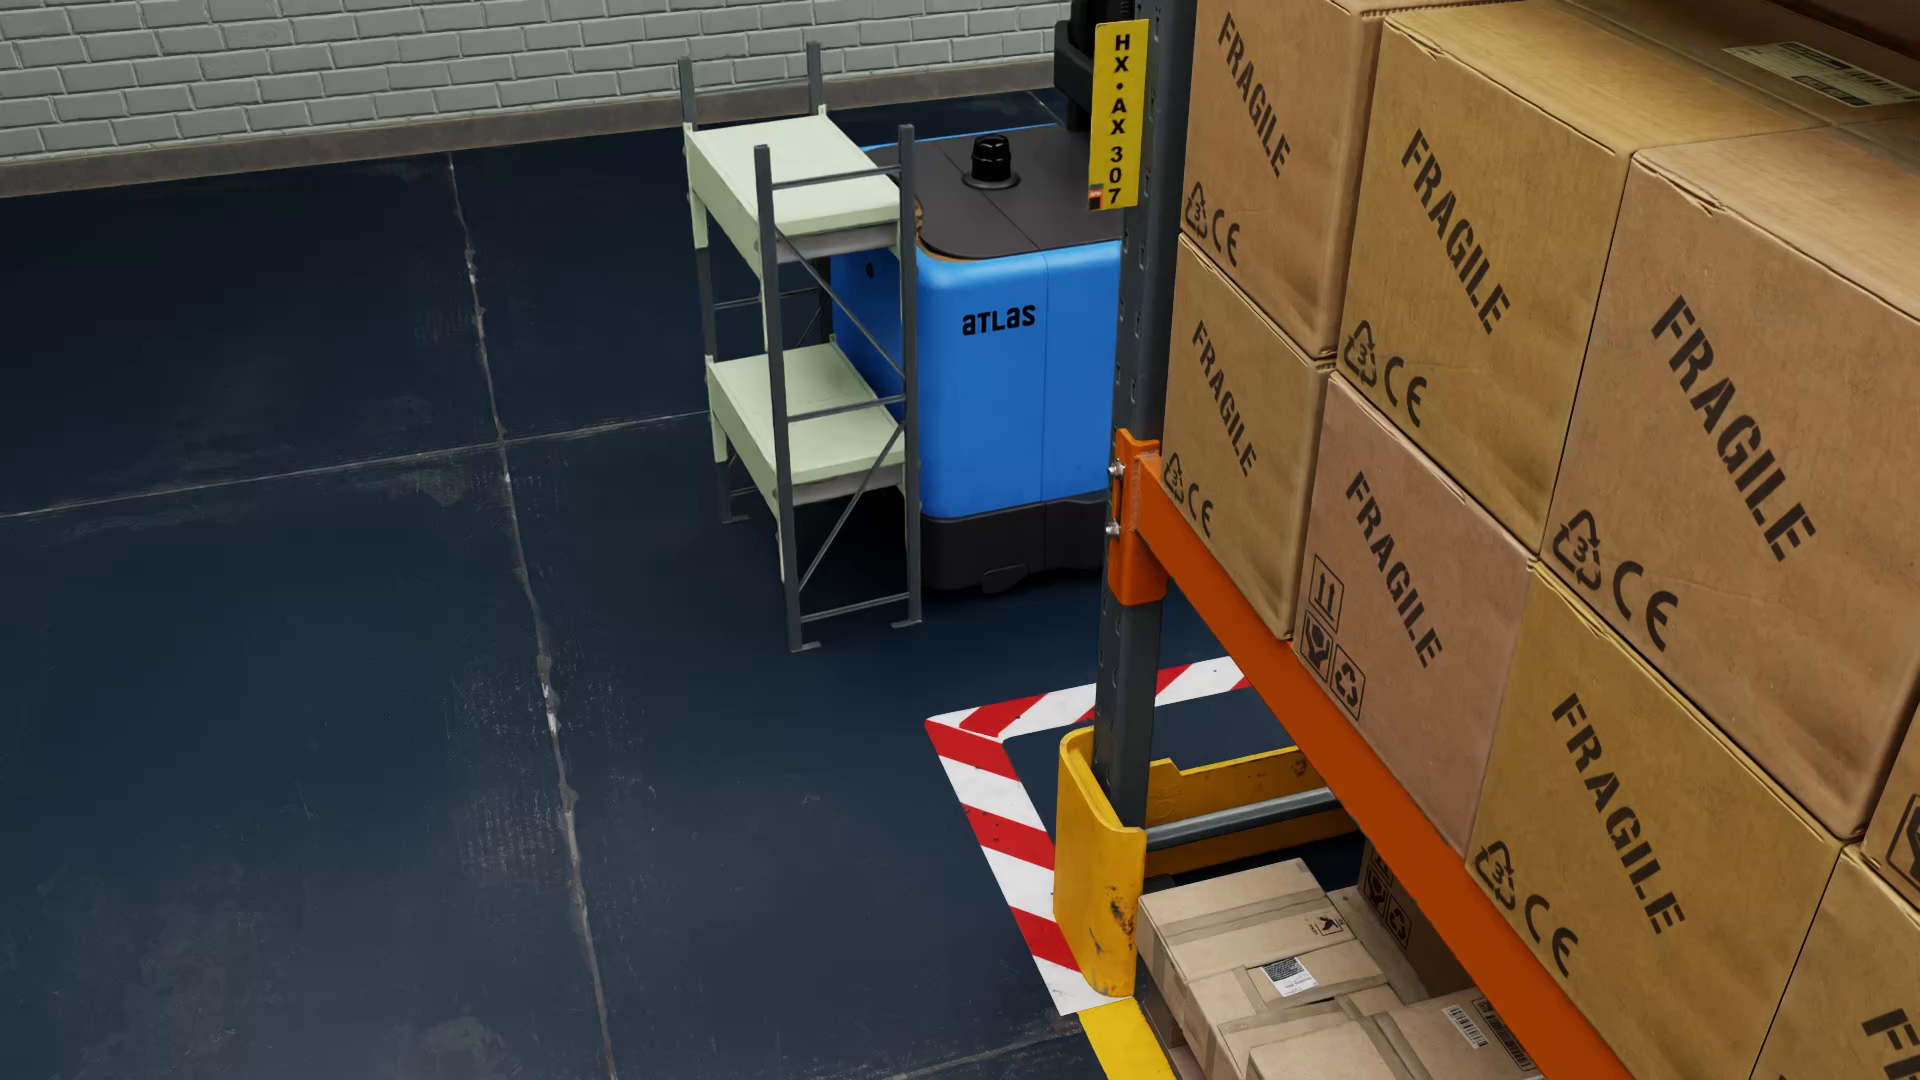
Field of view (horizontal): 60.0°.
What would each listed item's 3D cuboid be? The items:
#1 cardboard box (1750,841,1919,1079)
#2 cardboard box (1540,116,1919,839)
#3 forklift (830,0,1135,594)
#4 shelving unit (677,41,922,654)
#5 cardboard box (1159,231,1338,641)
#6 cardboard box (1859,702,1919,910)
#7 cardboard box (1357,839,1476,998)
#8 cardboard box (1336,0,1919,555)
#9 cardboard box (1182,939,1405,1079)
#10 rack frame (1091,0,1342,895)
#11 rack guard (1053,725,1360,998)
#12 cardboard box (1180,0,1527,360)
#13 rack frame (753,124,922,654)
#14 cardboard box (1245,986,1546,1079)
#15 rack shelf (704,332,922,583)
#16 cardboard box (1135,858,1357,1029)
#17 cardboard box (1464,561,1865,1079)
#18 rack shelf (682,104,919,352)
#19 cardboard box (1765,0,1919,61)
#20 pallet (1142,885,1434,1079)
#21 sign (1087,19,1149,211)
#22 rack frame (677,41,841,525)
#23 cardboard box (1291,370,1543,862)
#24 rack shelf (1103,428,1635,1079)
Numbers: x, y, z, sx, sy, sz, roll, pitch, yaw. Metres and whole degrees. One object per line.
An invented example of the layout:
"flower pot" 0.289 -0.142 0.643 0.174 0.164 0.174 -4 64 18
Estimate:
"cardboard box" 1.136 0.582 1.557 0.500 0.500 0.500 -10 35 -14
"cardboard box" 0.987 -0.095 1.675 0.500 0.500 0.500 -10 35 -14
"forklift" 1.140 -1.554 4.943 3.031 2.935 1.130 -11 35 -16
"shelving unit" -0.440 -0.533 4.696 0.431 1.500 0.755 -13 36 -18
"cardboard box" 0.672 -0.214 2.763 0.500 0.500 0.500 -9 35 -14
"cardboard box" 1.143 0.172 1.272 0.500 0.500 0.500 -10 35 -15
"cardboard box" 1.188 0.653 3.409 0.500 0.500 0.500 -10 35 -15
"cardboard box" 0.839 -0.358 2.074 0.500 0.500 0.500 -10 35 -14
"cardboard box" 0.665 0.957 3.251 0.380 0.166 0.250 -10 35 -15
"rack frame" 0.788 -0.450 3.210 1.000 3.000 0.127 -10 35 -15
"rack guard" 0.811 0.633 3.839 1.175 0.500 0.348 -10 35 -15
"cardboard box" 0.672 -0.632 2.487 0.500 0.500 0.500 -9 35 -13
"rack frame" -0.301 -0.346 4.413 0.400 1.500 0.023 -13 36 -18
"cardboard box" 0.836 1.109 2.945 0.500 0.250 0.500 -10 35 -15
"rack shelf" -0.440 -0.261 4.875 0.431 0.370 0.720 -13 36 -18
"cardboard box" 0.588 0.834 3.455 0.380 0.149 0.250 -10 35 -15
"cardboard box" 0.985 0.320 1.955 0.500 0.500 0.500 -10 35 -15
"rack shelf" -0.440 -0.858 4.480 0.431 0.370 0.720 -13 36 -18
"cardboard box" 1.340 -0.456 2.222 0.500 0.500 0.500 -9 35 -13
"pallet" 1.055 1.172 3.285 1.003 0.211 1.213 -10 35 -15
"sign" 0.271 -0.720 2.833 0.100 0.325 0.005 -10 35 -15
"rack frame" -0.578 -0.719 4.978 0.400 1.500 0.023 -13 36 -18
"cardboard box" 0.835 0.056 2.354 0.500 0.500 0.500 -10 35 -15
"rack shelf" 1.398 0.900 1.819 1.077 0.370 4.000 -10 35 -15
